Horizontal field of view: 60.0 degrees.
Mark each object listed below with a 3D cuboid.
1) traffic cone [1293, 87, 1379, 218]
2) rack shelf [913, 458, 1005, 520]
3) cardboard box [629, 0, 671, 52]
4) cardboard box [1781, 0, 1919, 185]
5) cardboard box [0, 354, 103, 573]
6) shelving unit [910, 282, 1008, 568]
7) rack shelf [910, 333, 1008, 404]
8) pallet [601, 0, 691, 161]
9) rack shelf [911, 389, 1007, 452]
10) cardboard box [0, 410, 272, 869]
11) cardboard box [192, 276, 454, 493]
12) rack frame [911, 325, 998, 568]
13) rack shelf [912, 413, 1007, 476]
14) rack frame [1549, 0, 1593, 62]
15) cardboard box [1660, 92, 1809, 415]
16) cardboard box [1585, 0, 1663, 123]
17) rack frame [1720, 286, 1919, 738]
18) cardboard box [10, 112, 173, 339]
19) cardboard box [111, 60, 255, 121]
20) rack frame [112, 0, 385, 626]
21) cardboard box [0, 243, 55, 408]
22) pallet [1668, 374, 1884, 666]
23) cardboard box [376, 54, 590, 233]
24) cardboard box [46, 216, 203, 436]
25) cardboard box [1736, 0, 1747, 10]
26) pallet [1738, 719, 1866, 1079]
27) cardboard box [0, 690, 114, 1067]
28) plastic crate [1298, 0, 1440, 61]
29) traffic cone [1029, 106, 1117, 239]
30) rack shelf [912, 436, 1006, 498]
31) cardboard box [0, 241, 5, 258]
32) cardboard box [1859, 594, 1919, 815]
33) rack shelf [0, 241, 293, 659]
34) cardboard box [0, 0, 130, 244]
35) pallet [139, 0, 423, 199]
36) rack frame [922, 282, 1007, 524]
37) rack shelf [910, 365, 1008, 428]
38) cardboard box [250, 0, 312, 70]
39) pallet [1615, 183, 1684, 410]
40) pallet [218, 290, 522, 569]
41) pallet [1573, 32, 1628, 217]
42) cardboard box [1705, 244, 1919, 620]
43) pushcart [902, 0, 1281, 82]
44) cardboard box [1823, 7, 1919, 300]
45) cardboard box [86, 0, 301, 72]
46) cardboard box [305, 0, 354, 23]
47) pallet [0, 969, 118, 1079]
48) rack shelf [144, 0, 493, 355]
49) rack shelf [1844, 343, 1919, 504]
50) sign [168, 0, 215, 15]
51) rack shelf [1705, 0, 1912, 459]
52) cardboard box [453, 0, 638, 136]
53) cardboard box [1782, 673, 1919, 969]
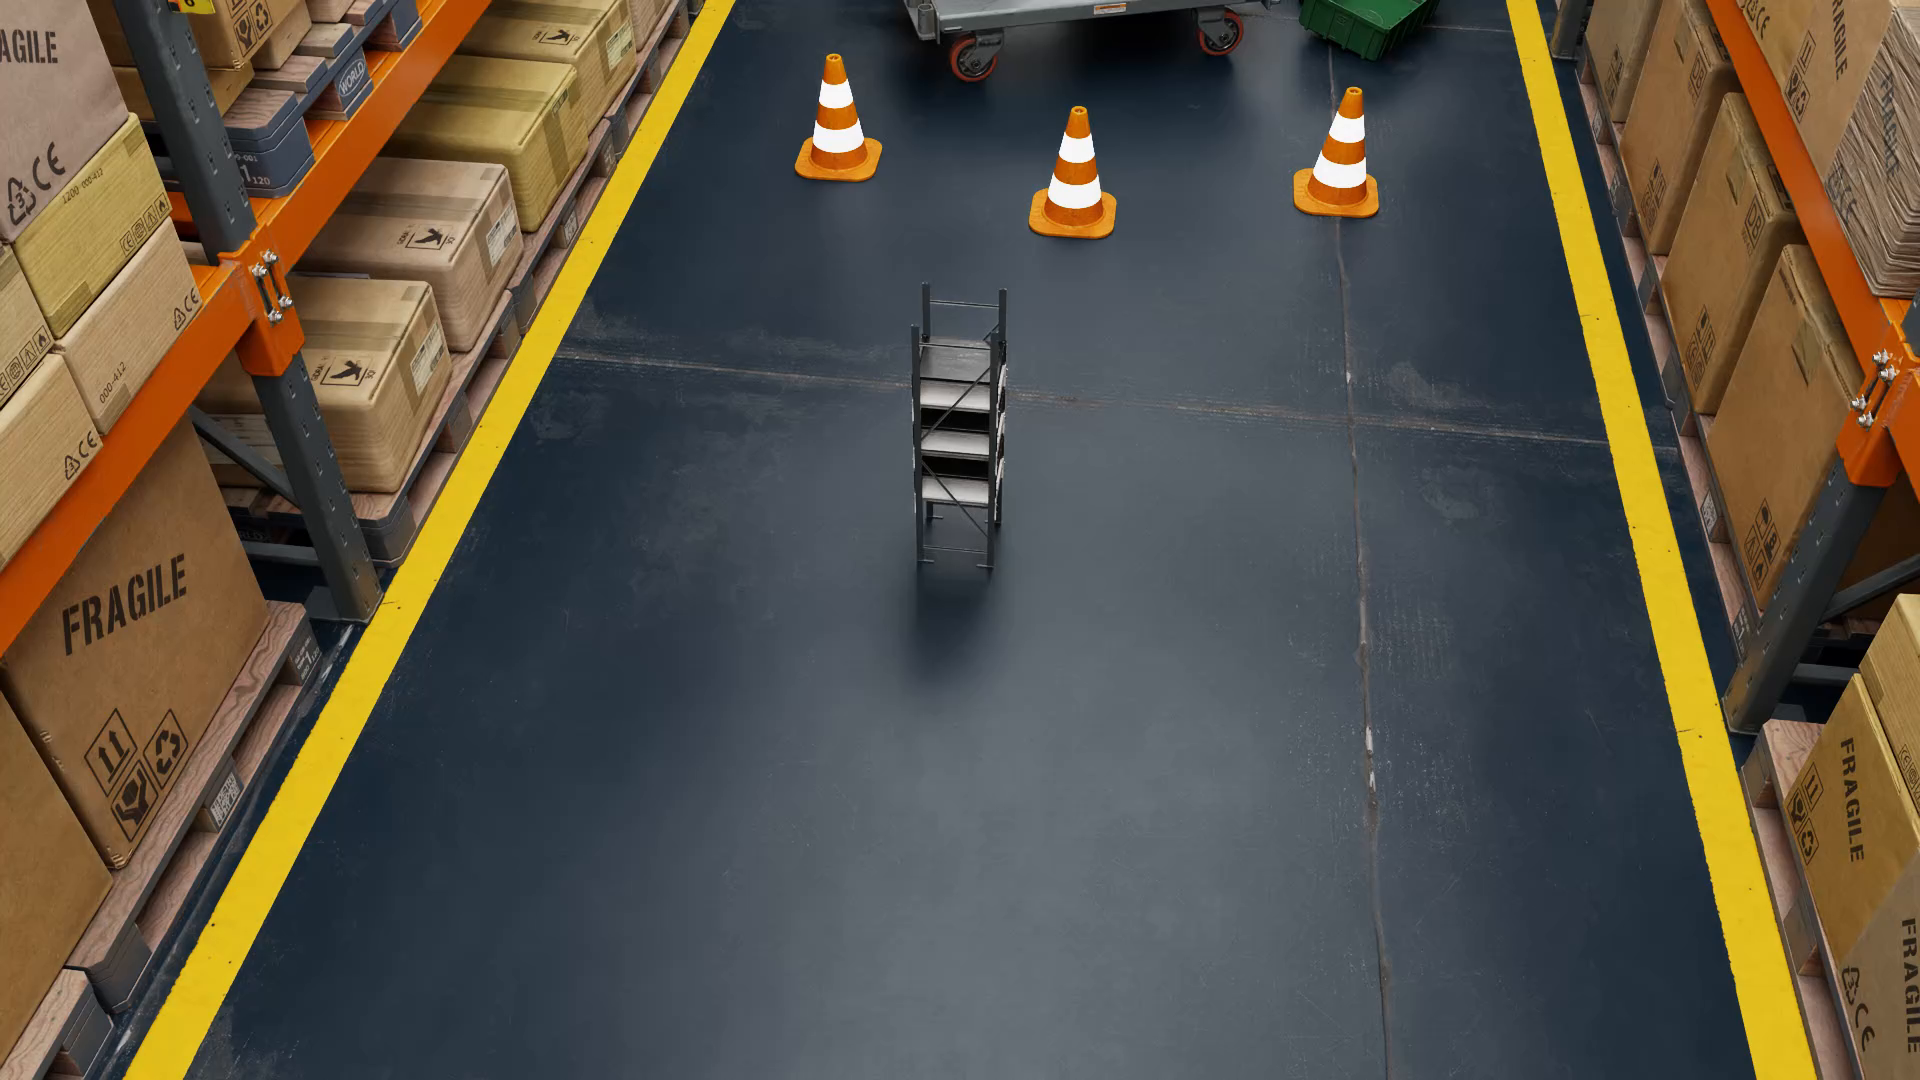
[{"bbox_3d":[1.518,-1.567,6.568,0.336,0.463,0.334,5,44,6],"label":"traffic cone"},{"bbox_3d":[-0.001,-0.166,5.081,0.258,0.077,0.200,5,44,6],"label":"rack shelf"},{"bbox_3d":[-1.795,-2.487,7.300,0.950,0.372,0.625,6,44,6],"label":"cardboard box"},{"bbox_3d":[2.524,-1.246,4.312,0.500,0.500,0.500,5,44,6],"label":"cardboard box"},{"bbox_3d":[-2.118,-0.148,3.333,0.500,0.250,0.500,6,44,6],"label":"cardboard box"},{"bbox_3d":[-0.001,-0.321,4.935,0.258,0.900,0.210,5,44,6],"label":"shelving unit"},{"bbox_3d":[-0.001,-0.493,4.772,0.258,0.077,0.200,5,44,6],"label":"rack shelf"},{"bbox_3d":[-1.829,-2.103,7.317,1.003,0.211,1.213,5,44,6],"label":"pallet"},{"bbox_3d":[-0.001,-0.362,4.896,0.258,0.077,0.200,5,44,6],"label":"rack shelf"},{"bbox_3d":[-2.430,0.162,4.137,0.875,0.875,0.875,5,44,5],"label":"cardboard box"},{"bbox_3d":[-2.172,-0.502,5.205,0.950,0.372,0.625,3,43,3],"label":"cardboard box"},{"bbox_3d":[-0.015,-0.252,4.862,0.240,0.900,0.006,5,44,6],"label":"rack frame"},{"bbox_3d":[-0.001,-0.297,4.958,0.258,0.077,0.200,5,44,6],"label":"rack shelf"},{"bbox_3d":[3.192,-3.265,6.516,1.000,3.000,0.127,5,44,6],"label":"rack frame"},{"bbox_3d":[2.945,-0.877,5.326,1.050,0.750,0.750,6,44,6],"label":"cardboard box"},{"bbox_3d":[3.199,-2.169,6.690,1.050,0.750,0.750,5,44,5],"label":"cardboard box"},{"bbox_3d":[2.663,-0.539,3.637,1.000,3.000,0.127,5,44,6],"label":"rack frame"},{"bbox_3d":[-2.069,-0.694,3.546,0.500,0.250,0.500,5,44,5],"label":"cardboard box"},{"bbox_3d":[-2.029,-1.186,4.198,0.380,0.149,0.250,3,44,3],"label":"cardboard box"},{"bbox_3d":[-2.256,-0.920,4.040,1.000,3.000,0.127,5,44,6],"label":"rack frame"},{"bbox_3d":[-2.133,-0.344,3.177,0.500,0.250,0.500,4,44,4],"label":"cardboard box"},{"bbox_3d":[2.842,-0.057,5.156,1.003,0.211,1.213,5,44,6],"label":"pallet"},{"bbox_3d":[-1.976,-1.522,6.282,0.950,0.372,0.625,7,44,7],"label":"cardboard box"},{"bbox_3d":[-2.066,-0.497,3.702,0.500,0.250,0.500,4,44,4],"label":"cardboard box"},{"bbox_3d":[2.654,-1.937,5.041,0.500,0.500,0.500,6,44,6],"label":"cardboard box"},{"bbox_3d":[2.559,1.006,4.034,1.003,0.211,1.213,5,44,6],"label":"pallet"},{"bbox_3d":[-2.552,0.770,3.495,0.875,0.875,0.875,6,44,6],"label":"cardboard box"},{"bbox_3d":[1.917,-2.502,7.714,0.450,0.188,0.662,35,53,18],"label":"plastic crate"},{"bbox_3d":[0.449,-1.464,6.459,0.336,0.463,0.334,5,44,6],"label":"traffic cone"},{"bbox_3d":[-0.001,-0.232,5.020,0.258,0.077,0.200,5,44,6],"label":"rack shelf"},{"bbox_3d":[-2.125,-0.593,2.894,0.500,0.500,0.500,6,44,6],"label":"cardboard box"},{"bbox_3d":[2.332,0.392,3.622,0.500,0.250,0.500,3,44,4],"label":"cardboard box"},{"bbox_3d":[-2.521,0.704,2.848,1.077,0.370,4.000,5,44,6],"label":"rack shelf"},{"bbox_3d":[-2.066,-0.943,3.264,0.500,0.500,0.500,4,44,4],"label":"cardboard box"},{"bbox_3d":[-2.268,-1.346,4.629,1.213,0.211,1.003,5,44,6],"label":"pallet"},{"bbox_3d":[0.012,-0.391,5.008,0.240,0.900,0.006,5,44,6],"label":"rack frame"},{"bbox_3d":[-0.001,-0.428,4.834,0.258,0.077,0.200,5,44,6],"label":"rack shelf"},{"bbox_3d":[-1.959,-1.375,4.398,0.380,0.149,0.250,3,44,3],"label":"cardboard box"},{"bbox_3d":[3.006,-0.886,6.032,1.003,0.211,1.213,5,44,6],"label":"pallet"},{"bbox_3d":[-2.152,-0.440,5.561,1.003,0.211,1.213,5,44,6],"label":"pallet"},{"bbox_3d":[3.165,-1.720,6.913,1.003,0.211,1.213,5,44,6],"label":"pallet"},{"bbox_3d":[2.833,-0.281,4.696,1.050,0.750,0.750,5,44,5],"label":"cardboard box"},{"bbox_3d":[0.539,-2.521,7.638,1.648,0.377,0.936,-9,44,-9],"label":"pushcart"},{"bbox_3d":[2.457,-0.906,3.953,0.500,0.500,0.500,5,44,6],"label":"cardboard box"},{"bbox_3d":[-1.968,-1.502,4.060,0.500,0.500,0.500,4,44,4],"label":"cardboard box"},{"bbox_3d":[-1.877,-1.558,4.591,0.380,0.149,0.250,3,44,3],"label":"cardboard box"},{"bbox_3d":[-2.599,1.452,3.563,1.003,0.211,1.213,5,44,6],"label":"pallet"},{"bbox_3d":[-1.992,-2.022,5.727,1.077,0.370,4.000,5,44,6],"label":"rack shelf"},{"bbox_3d":[2.399,1.085,2.445,1.077,0.370,4.000,5,44,6],"label":"rack shelf"},{"bbox_3d":[-1.706,-1.292,3.591,0.100,0.325,0.005,5,44,6],"label":"sign"},{"bbox_3d":[2.928,-1.641,5.324,1.077,0.370,4.000,5,44,6],"label":"rack shelf"},{"bbox_3d":[-1.886,-1.996,6.782,0.950,0.372,0.625,8,44,8],"label":"cardboard box"},{"bbox_3d":[2.317,0.675,3.868,0.500,0.500,0.500,4,44,4],"label":"cardboard box"}]
